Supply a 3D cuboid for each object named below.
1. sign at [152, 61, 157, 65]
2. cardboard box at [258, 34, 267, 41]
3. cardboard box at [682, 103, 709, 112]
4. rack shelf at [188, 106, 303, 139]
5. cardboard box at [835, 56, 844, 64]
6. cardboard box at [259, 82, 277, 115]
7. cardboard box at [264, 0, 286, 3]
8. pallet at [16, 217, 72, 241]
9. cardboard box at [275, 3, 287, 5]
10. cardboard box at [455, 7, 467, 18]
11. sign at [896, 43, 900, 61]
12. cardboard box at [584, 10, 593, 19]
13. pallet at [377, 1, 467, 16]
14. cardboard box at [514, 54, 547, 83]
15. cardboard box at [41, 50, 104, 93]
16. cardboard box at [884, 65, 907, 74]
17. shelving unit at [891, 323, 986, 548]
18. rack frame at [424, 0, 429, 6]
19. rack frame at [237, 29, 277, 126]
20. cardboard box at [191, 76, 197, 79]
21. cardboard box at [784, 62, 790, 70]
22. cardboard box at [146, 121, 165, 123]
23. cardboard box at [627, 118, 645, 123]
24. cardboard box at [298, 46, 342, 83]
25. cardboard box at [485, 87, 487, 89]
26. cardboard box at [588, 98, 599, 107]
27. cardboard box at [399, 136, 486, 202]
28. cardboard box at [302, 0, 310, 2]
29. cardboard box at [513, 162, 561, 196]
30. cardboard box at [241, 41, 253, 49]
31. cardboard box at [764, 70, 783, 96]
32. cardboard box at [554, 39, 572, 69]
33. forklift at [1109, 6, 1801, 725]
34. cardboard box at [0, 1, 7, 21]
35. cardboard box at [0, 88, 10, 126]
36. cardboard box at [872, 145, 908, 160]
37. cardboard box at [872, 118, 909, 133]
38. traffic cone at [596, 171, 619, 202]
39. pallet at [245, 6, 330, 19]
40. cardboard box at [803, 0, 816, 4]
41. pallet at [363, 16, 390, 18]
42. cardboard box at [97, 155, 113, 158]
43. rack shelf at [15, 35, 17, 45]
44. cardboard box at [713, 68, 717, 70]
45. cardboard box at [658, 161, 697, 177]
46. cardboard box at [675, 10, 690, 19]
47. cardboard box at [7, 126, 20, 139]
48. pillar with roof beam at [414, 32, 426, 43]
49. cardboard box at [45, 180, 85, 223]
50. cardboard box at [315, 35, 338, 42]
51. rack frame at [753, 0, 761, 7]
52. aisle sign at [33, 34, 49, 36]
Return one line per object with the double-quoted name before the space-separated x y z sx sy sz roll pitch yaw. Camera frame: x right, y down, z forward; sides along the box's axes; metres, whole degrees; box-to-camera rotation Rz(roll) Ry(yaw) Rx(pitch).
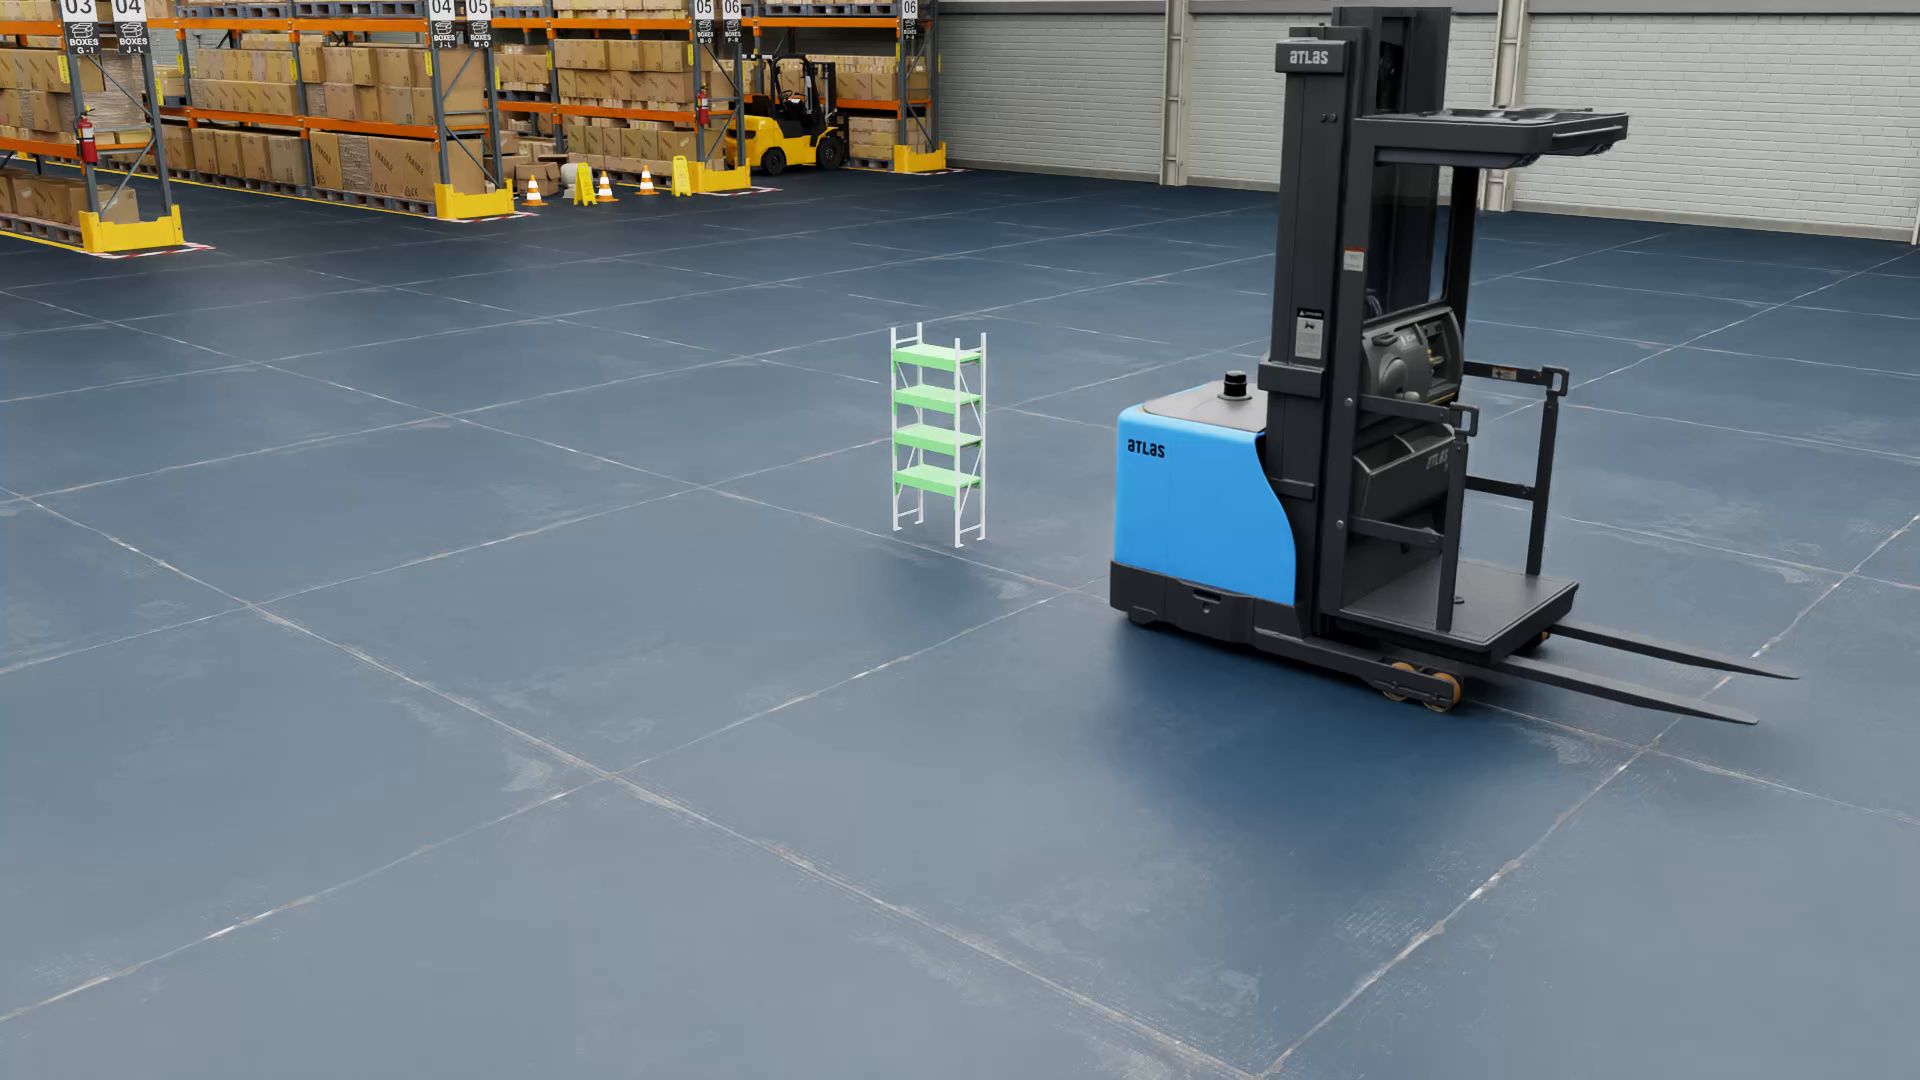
"sign" -20.357 -11.929 41.793 0.001 0.218 0.327 15 23 39
"cardboard box" -15.394 -11.208 37.077 0.250 0.149 0.380 14 22 38
"cardboard box" -4.501 -7.366 28.278 0.250 0.149 0.380 16 24 41
"rack shelf" -11.777 -7.181 28.468 4.000 0.370 1.077 15 23 39
"cardboard box" -2.216 -9.339 32.351 0.250 0.149 0.380 16 23 40
"cardboard box" -11.226 -7.315 27.538 0.500 0.500 0.500 15 23 39
"cardboard box" -10.915 -8.834 26.917 0.500 0.250 0.500 15 23 40
"pallet" -12.206 -4.319 22.872 1.213 0.211 1.003 15 23 39
"cardboard box" -14.638 -11.958 36.349 0.500 0.500 0.500 16 23 40
"cardboard box" -9.360 -10.350 32.141 0.500 0.500 0.700 15 23 39
"sign" -1.158 -9.127 31.108 0.005 0.325 0.100 15 23 39
"cardboard box" -6.422 -9.305 29.428 0.250 0.149 0.380 16 24 41
"pallet" -7.851 -7.853 24.584 1.213 0.211 1.003 15 23 39
"cardboard box" -7.940 -8.792 31.004 0.500 0.500 0.500 15 23 40
"cardboard box" -11.232 -5.937 21.051 0.500 0.500 0.500 15 23 39
"cardboard box" -1.232 -8.946 31.603 0.250 0.149 0.380 15 23 40
"shelving unit" -0.124 -0.605 9.535 0.503 1.200 0.258 15 23 39
"rack frame" -7.289 -9.178 23.655 0.127 3.000 1.000 15 23 39
"rack frame" -16.046 -10.671 38.278 0.127 3.000 1.000 15 23 39
"cardboard box" -13.705 -8.344 30.173 0.250 0.149 0.380 16 24 42
"cardboard box" -3.307 -9.521 33.417 0.250 0.149 0.380 15 23 39
"cardboard box" -15.109 -7.676 31.039 0.500 0.250 0.500 16 24 41
"cardboard box" -7.229 -9.234 37.187 0.500 0.500 0.500 16 24 41
"cardboard box" -10.028 -7.626 26.650 0.550 0.550 0.875 15 23 39
"cardboard box" -8.918 -8.770 32.008 0.250 0.149 0.380 16 24 41
"cardboard box" -6.444 -7.864 29.846 0.250 0.149 0.380 16 24 41
"cardboard box" -7.840 -5.627 25.203 0.875 0.875 0.875 15 23 40
"cardboard box" -10.039 -8.478 25.964 0.250 0.149 0.380 15 23 39
"cardboard box" -7.073 -6.049 27.840 0.637 0.503 0.797 0 18 2
"cardboard box" -15.876 -11.035 37.605 0.500 0.500 0.500 14 23 38
"cardboard box" -3.620 -9.285 33.745 0.500 0.500 0.500 14 22 38
"cardboard box" -6.886 -8.791 30.042 0.500 0.500 0.700 15 23 39
"forklift" 2.204 -0.828 7.375 3.031 2.935 1.130 14 23 38
"cardboard box" -12.319 -6.919 21.742 0.500 0.250 0.500 15 23 38
"cardboard box" -12.562 -5.919 22.647 0.500 0.500 0.875 15 23 39
"cardboard box" -1.348 -7.495 32.121 0.500 0.250 0.500 15 23 40
"cardboard box" -1.338 -7.971 31.967 0.500 0.250 0.500 16 24 41
"traffic cone" -5.739 -5.725 26.885 0.334 0.463 0.336 15 23 39
"pallet" -10.999 -8.633 27.214 1.217 0.209 0.805 14 22 37
"cardboard box" -2.870 -10.633 32.560 0.258 0.266 0.396 14 23 38
"pallet" -11.418 -10.746 33.867 1.213 0.211 1.003 16 24 42
"cardboard box" -16.784 -7.571 32.528 0.250 0.149 0.380 15 23 40
"rack shelf" -15.145 -7.508 24.542 4.000 0.370 1.077 15 23 39
"cardboard box" -5.084 -9.799 34.951 0.500 0.250 0.500 16 23 40
"cardboard box" -4.880 -6.455 28.843 0.500 0.250 0.500 15 23 39
"cardboard box" -4.531 -8.777 27.766 0.250 0.149 0.380 15 23 39
"cardboard box" -12.557 -5.491 22.370 0.250 0.149 0.380 15 23 39
"pillar with roof beam" -17.030 -14.426 40.191 0.400 9.000 9.100 15 23 39
"cardboard box" -12.038 -4.597 22.576 0.500 0.500 0.500 -16 23 -41
"cardboard box" -13.496 -10.692 35.451 0.250 0.149 0.380 14 23 38
"rack frame" -3.779 -12.245 33.320 0.127 3.000 1.000 15 23 39
"aisle sign" -19.112 -10.853 34.552 0.004 0.787 0.394 15 23 39
